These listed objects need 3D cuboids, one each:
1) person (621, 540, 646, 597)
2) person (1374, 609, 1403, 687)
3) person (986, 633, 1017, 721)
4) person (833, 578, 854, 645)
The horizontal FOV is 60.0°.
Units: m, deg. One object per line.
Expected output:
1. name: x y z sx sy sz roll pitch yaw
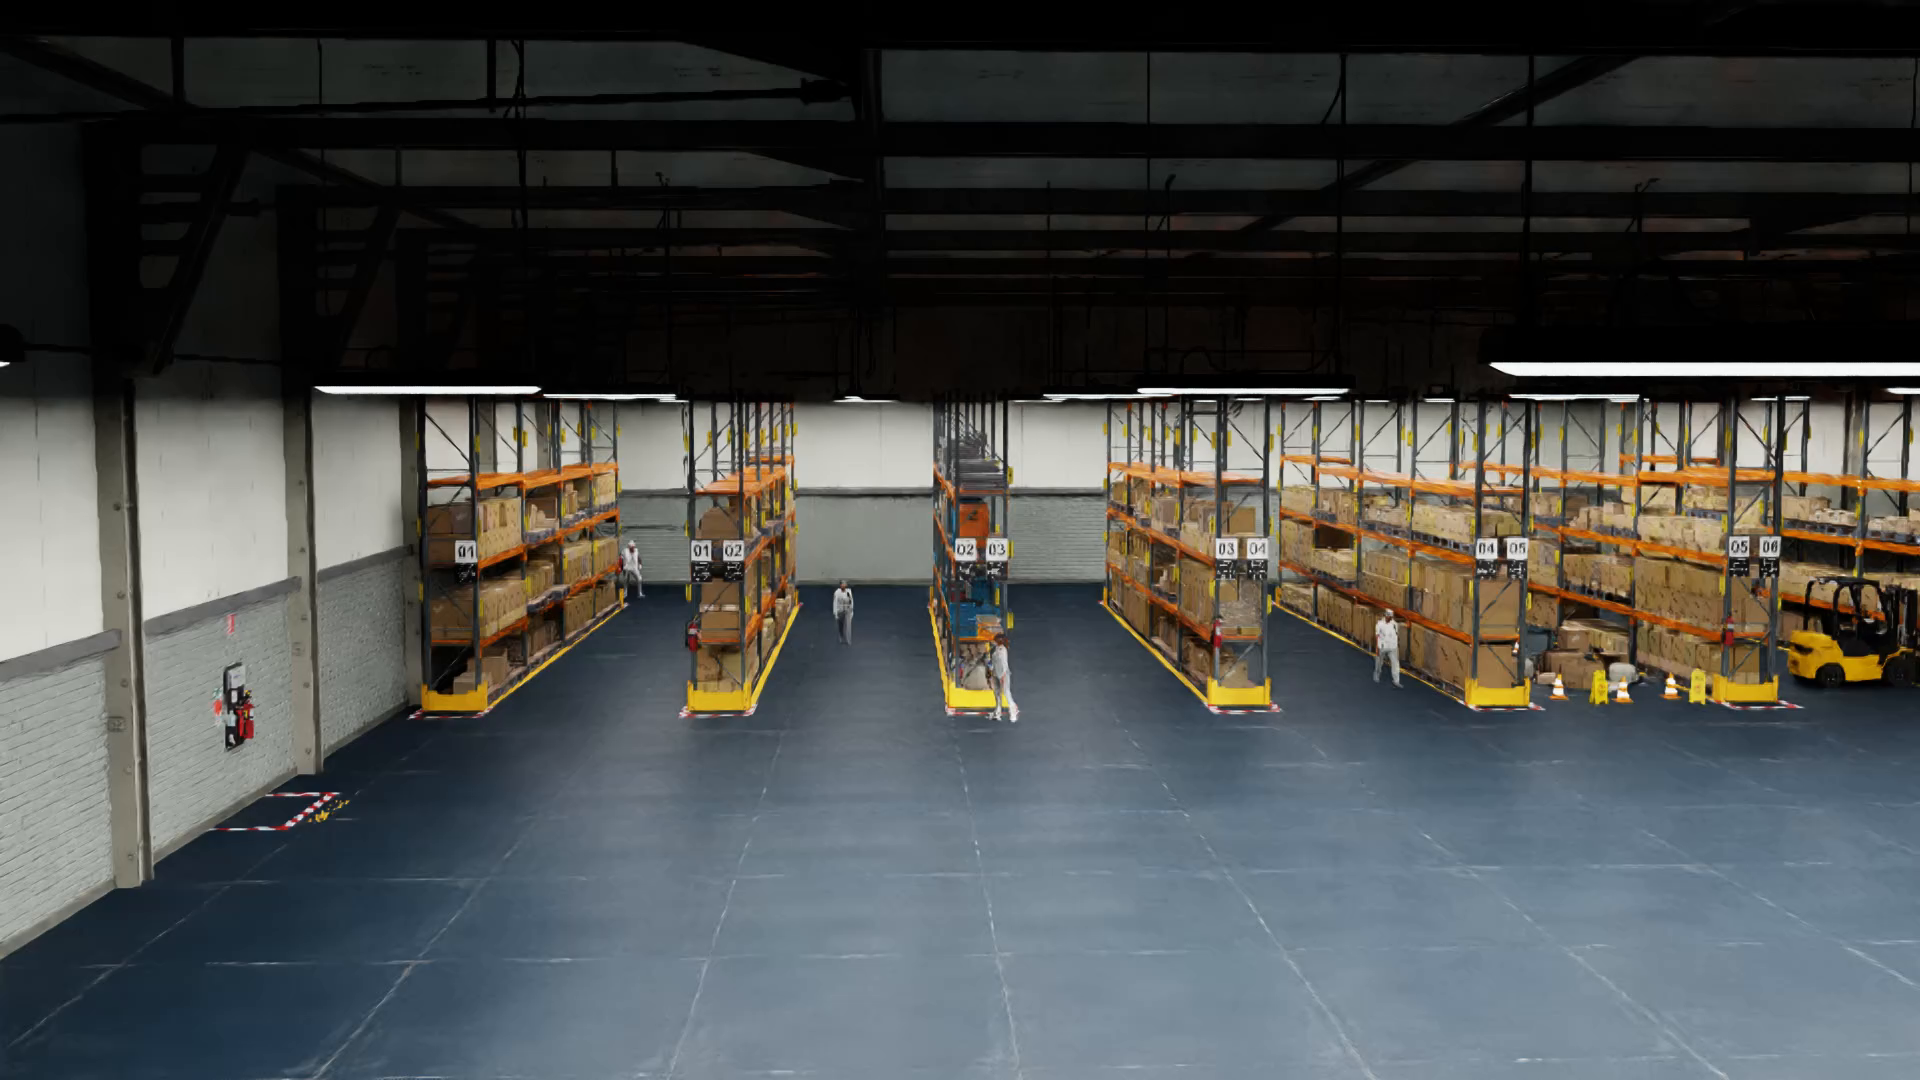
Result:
1. person: -9.706 0.853 49.102 0.689 1.724 0.773 -2 5 -23
2. person: 8.670 2.165 33.782 0.497 1.583 1.090 0 5 0
3. person: 0.767 2.475 30.126 0.499 1.596 0.518 -2 5 -18
4. person: -2.775 1.678 39.561 0.499 1.584 1.073 0 5 -4
